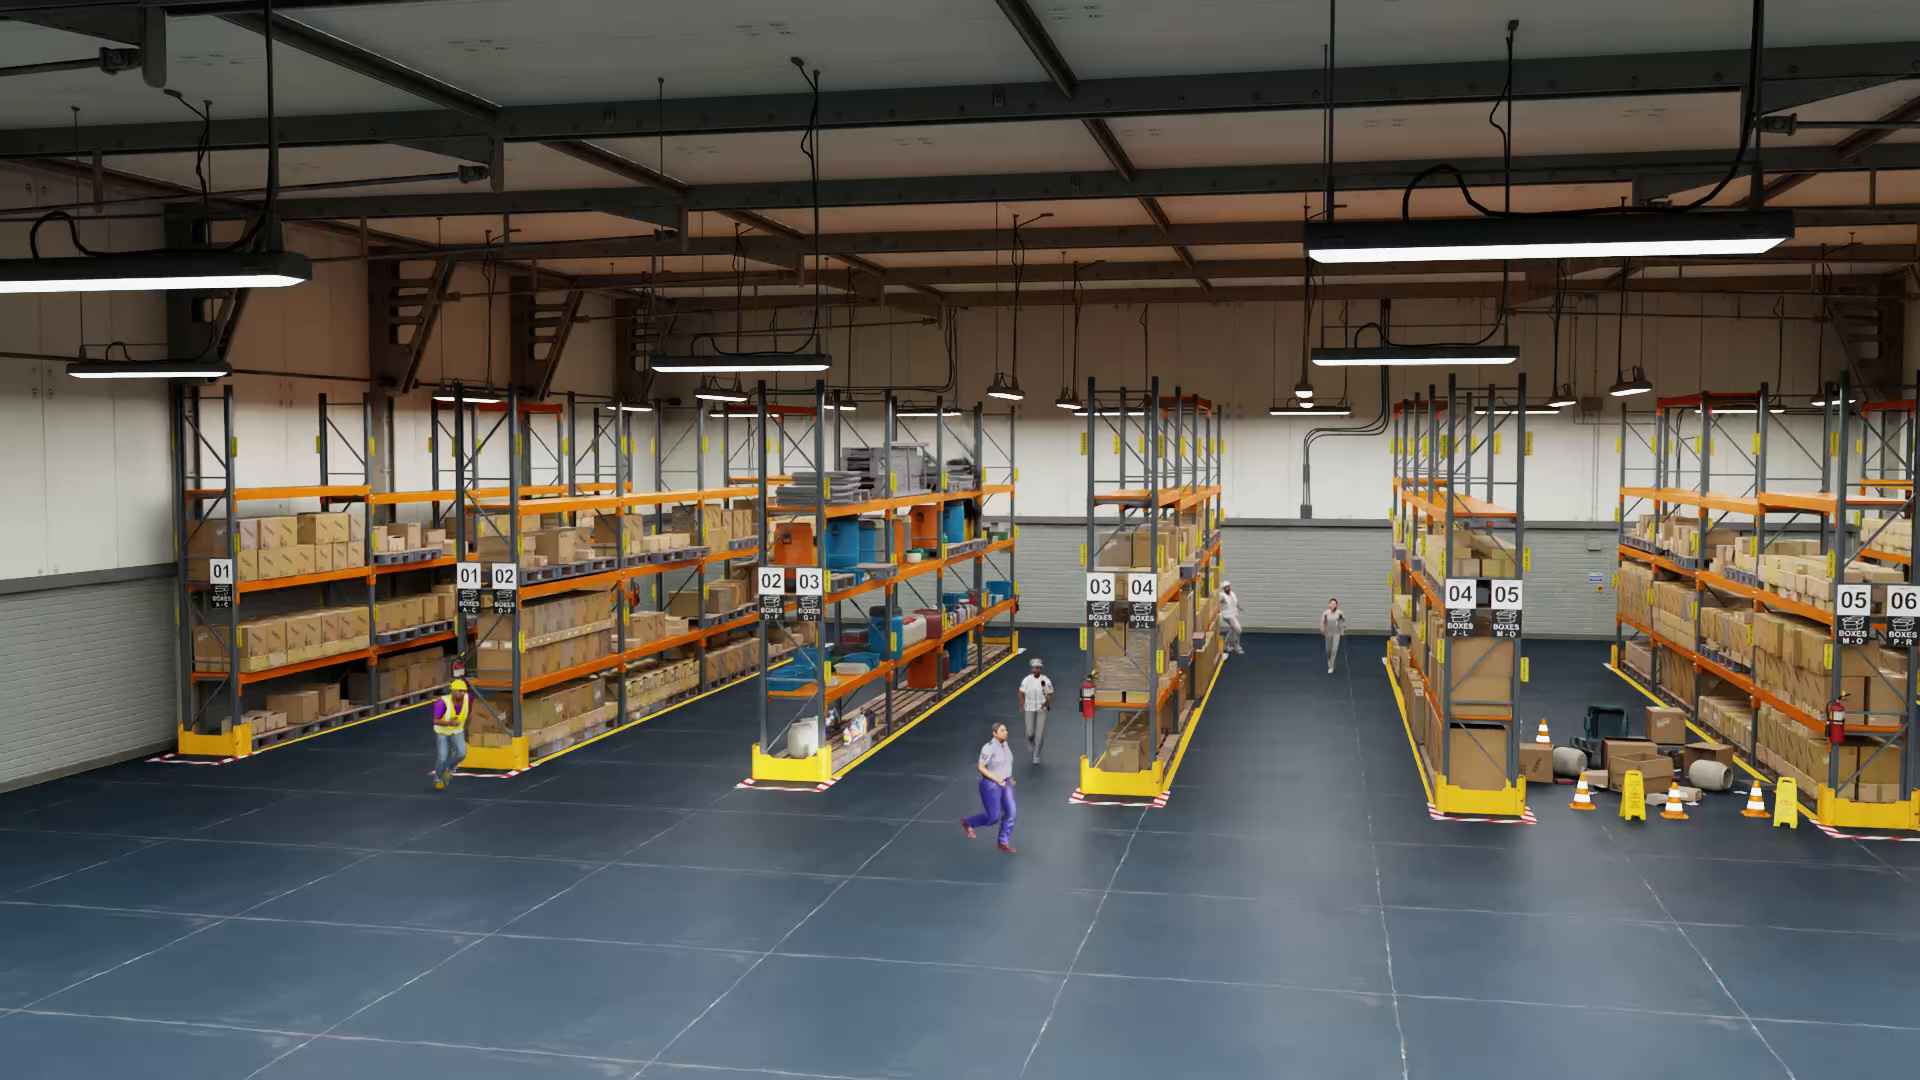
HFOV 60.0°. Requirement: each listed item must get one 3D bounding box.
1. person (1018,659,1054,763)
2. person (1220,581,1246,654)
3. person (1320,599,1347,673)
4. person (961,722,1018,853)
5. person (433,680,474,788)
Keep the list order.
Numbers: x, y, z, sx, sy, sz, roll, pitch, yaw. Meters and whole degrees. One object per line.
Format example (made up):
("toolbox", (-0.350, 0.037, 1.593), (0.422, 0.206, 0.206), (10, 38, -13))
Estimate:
("person", (1.209, 2.703, 26.398), (0.575, 1.657, 0.559), (0, 3, 4))
("person", (6.578, 1.888, 40.298), (0.697, 1.790, 0.709), (3, 4, 39))
("person", (8.333, 2.120, 37.111), (0.570, 1.646, 0.735), (1, 3, 16))
("person", (0.397, 3.060, 20.644), (0.754, 1.593, 0.597), (3, 4, 38))
("person", (-7.366, 2.825, 24.266), (0.730, 1.630, 0.861), (-3, 4, -44))
